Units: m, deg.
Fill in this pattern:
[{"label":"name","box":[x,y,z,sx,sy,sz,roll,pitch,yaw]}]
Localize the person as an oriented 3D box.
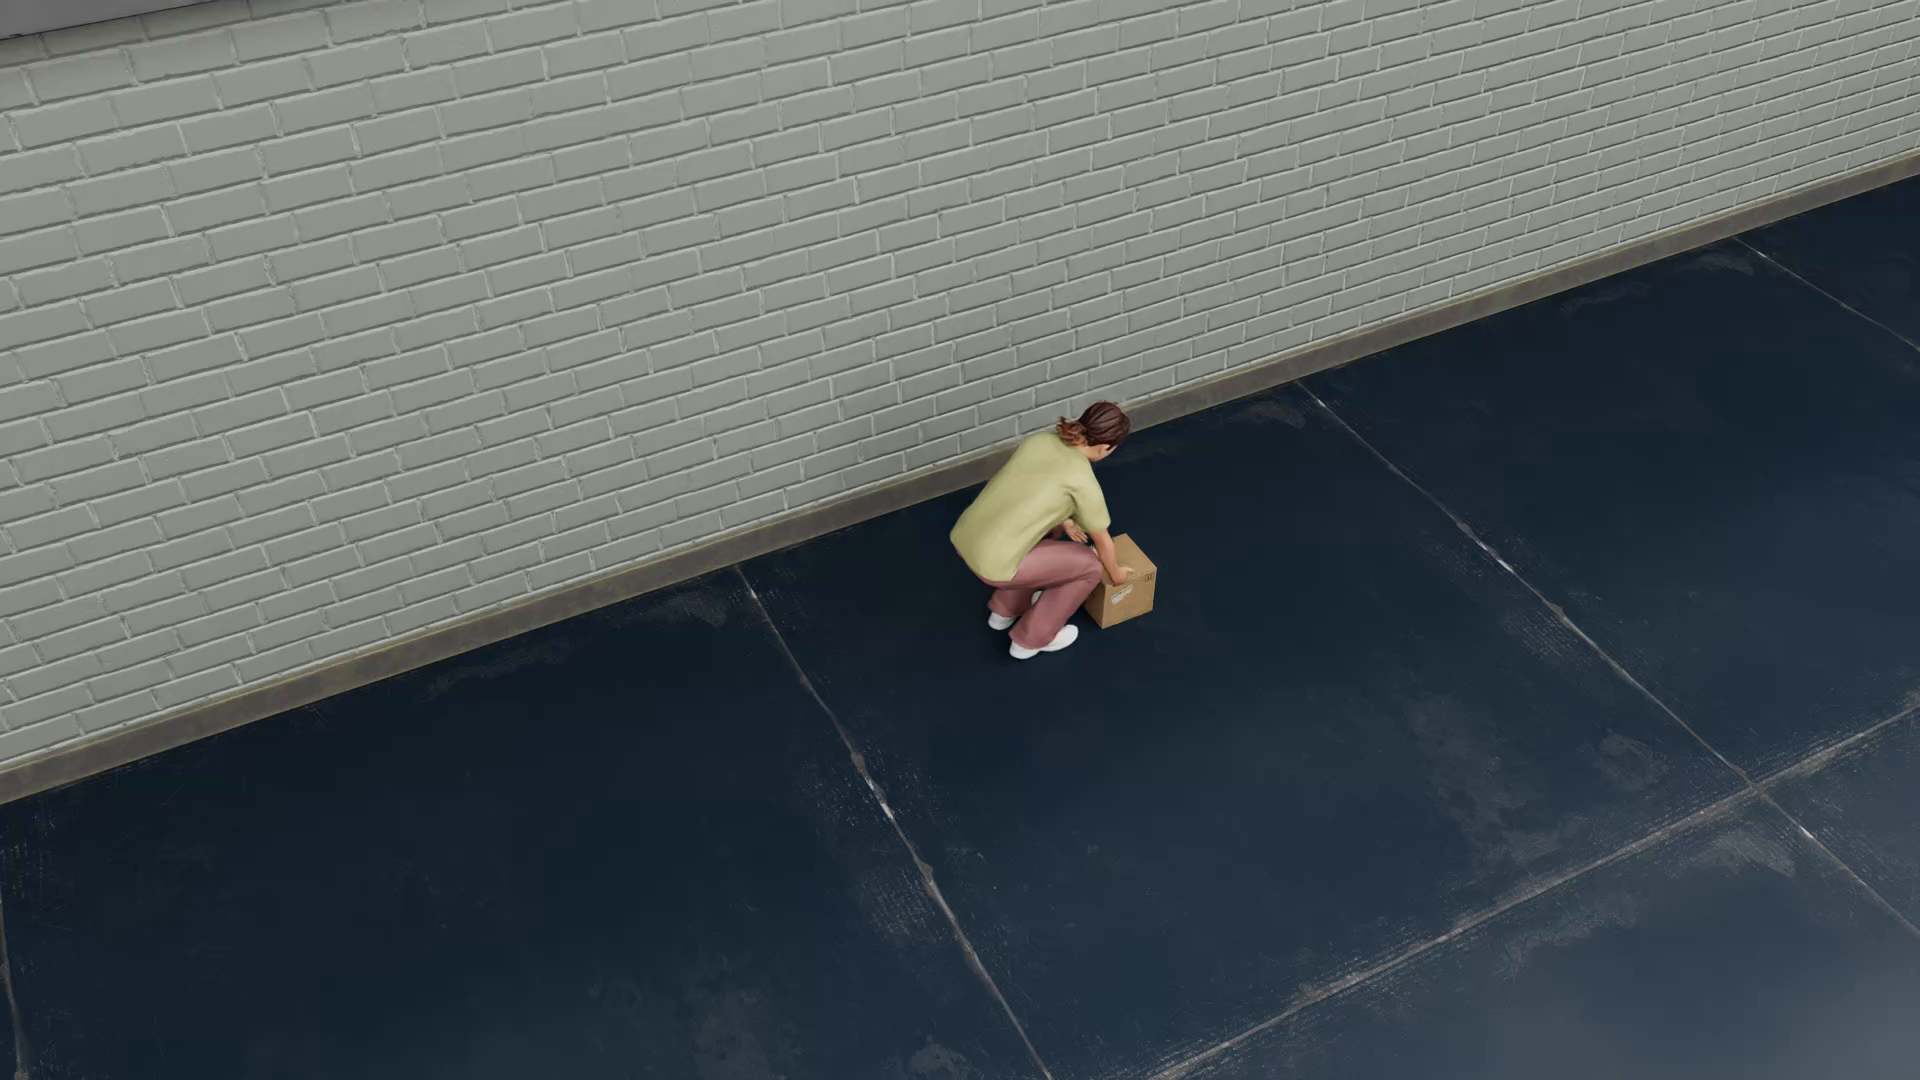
[{"label":"person","box":[0.325,-0.039,6.699,0.776,1.023,0.491,-19,45,-20]}]
